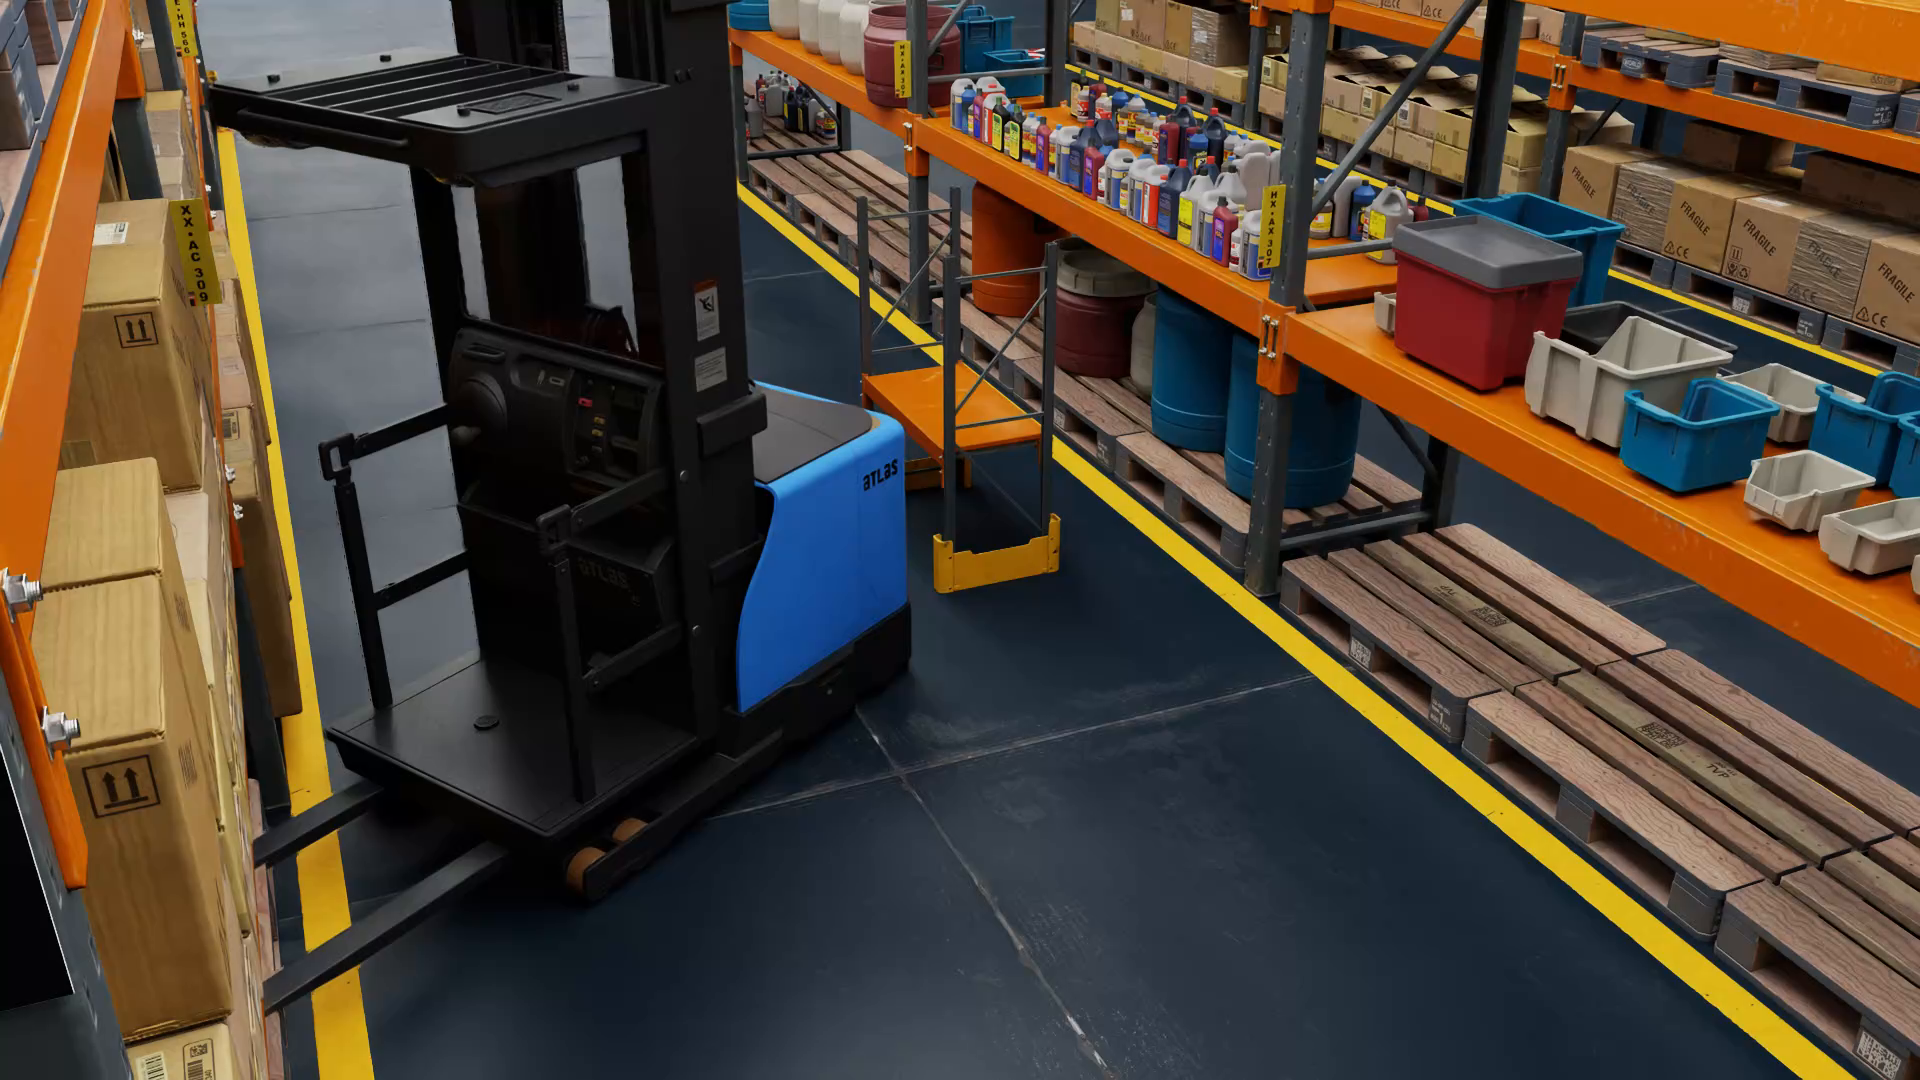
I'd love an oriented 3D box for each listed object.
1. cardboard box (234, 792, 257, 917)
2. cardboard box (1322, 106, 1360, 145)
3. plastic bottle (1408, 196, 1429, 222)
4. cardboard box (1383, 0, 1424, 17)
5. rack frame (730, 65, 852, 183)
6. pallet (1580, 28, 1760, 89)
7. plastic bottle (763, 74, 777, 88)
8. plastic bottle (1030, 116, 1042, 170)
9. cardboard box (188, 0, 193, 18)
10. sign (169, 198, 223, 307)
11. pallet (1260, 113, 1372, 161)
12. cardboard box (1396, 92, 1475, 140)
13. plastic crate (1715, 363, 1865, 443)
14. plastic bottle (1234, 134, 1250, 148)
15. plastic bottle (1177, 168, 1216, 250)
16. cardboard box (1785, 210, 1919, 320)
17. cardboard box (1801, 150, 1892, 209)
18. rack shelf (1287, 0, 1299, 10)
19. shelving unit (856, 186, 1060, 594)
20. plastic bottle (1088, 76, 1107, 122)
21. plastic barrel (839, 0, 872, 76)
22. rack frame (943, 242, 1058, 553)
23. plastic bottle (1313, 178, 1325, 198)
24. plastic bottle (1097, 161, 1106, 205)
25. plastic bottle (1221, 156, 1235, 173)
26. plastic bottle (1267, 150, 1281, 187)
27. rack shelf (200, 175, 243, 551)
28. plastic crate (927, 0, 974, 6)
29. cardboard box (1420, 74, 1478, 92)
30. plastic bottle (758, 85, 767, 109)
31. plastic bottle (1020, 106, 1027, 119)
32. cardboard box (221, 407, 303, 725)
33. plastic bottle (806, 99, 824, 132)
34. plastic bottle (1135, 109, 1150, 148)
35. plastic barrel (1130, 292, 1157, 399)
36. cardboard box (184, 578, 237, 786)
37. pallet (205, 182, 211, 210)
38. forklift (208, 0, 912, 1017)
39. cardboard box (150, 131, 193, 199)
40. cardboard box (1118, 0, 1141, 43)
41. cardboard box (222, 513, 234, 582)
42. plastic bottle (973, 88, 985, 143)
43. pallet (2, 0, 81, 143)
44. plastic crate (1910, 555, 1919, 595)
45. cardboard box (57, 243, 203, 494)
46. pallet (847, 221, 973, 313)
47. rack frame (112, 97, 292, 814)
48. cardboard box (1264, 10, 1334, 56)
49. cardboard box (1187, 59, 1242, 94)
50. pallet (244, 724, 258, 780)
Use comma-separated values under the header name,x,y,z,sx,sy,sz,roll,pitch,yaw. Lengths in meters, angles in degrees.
name,x,y,z,sx,sy,sz,roll,pitch,yaw
cardboard box,-1.601,0.661,3.264,0.380,0.149,0.250,-11,28,-21
cardboard box,3.492,-3.611,14.382,0.500,0.250,0.500,-11,28,-22
plastic bottle,1.980,-1.368,7.266,0.061,0.283,0.133,-11,28,-21
cardboard box,3.845,-4.595,13.629,0.500,0.500,0.500,-11,28,-21
rack frame,-1.402,-4.429,13.402,1.000,3.000,0.127,-11,28,-21
pallet,5.054,-3.316,11.341,1.213,0.211,1.003,-11,28,-21
plastic bottle,-1.772,-4.245,15.628,0.152,0.276,0.135,-10,28,-20
plastic bottle,0.419,-2.101,8.781,0.097,0.271,0.097,0,26,0
cardboard box,-6.242,-4.156,12.391,0.875,0.500,0.500,-11,28,-21
sign,-2.316,-0.869,5.033,0.100,0.325,0.005,-11,28,-21
pallet,3.482,-3.734,15.158,1.003,0.211,1.213,-11,28,-21
cardboard box,3.887,-3.451,13.415,0.500,0.311,0.500,-11,28,-21
plastic crate,2.689,-0.456,5.498,0.293,0.136,0.466,-11,28,-21
plastic bottle,1.427,-1.912,8.395,0.097,0.271,0.097,0,26,0
plastic bottle,1.070,-1.492,7.443,0.144,0.351,0.185,-11,28,-21
cardboard box,5.451,-1.677,10.112,0.500,0.500,0.500,-10,28,-20
cardboard box,5.736,-2.303,10.541,0.500,0.250,0.500,-11,28,-22
rack shelf,0.948,-3.031,7.940,1.077,0.370,4.000,-11,28,-21
shelving unit,-0.030,-0.705,7.484,0.587,1.500,1.083,-11,28,-21
plastic bottle,0.806,-2.578,9.745,0.061,0.283,0.133,-11,28,-21
plastic barrel,-0.600,-3.413,11.193,0.421,0.512,0.421,0,26,0
rack frame,0.166,-0.503,7.071,0.500,1.500,0.032,-11,28,-21
plastic bottle,1.699,-1.601,7.836,0.097,0.201,0.097,0,26,0
plastic bottle,0.724,-1.754,8.151,0.097,0.201,0.097,0,26,0
plastic bottle,1.339,-1.801,8.245,0.097,0.201,0.097,0,26,0
plastic bottle,1.538,-1.769,8.096,0.152,0.276,0.135,-11,28,-21
rack shelf,-3.610,-0.832,6.855,1.077,0.370,4.000,-11,28,-21
plastic crate,-0.187,-3.547,11.524,0.402,0.464,0.583,-11,28,-21
cardboard box,4.176,-3.755,14.038,0.500,0.311,0.500,-11,28,-21
plastic bottle,-1.826,-4.126,15.470,0.097,0.201,0.097,0,26,0
plastic bottle,0.325,-2.336,9.343,0.097,0.201,0.097,0,26,0
cardboard box,-3.095,0.163,5.940,1.225,0.875,0.875,-10,28,-20
plastic bottle,-1.275,-3.732,14.578,0.152,0.276,0.135,-10,28,-19
plastic bottle,1.025,-2.295,9.258,0.097,0.201,0.097,0,26,0
plastic barrel,1.117,-1.021,8.780,0.421,0.512,0.421,0,26,0
cardboard box,-1.812,0.338,3.470,0.500,0.250,0.500,-11,28,-22
pallet,-6.255,-2.590,12.813,1.003,0.211,1.213,-11,28,-21
forklift,-1.440,-0.395,5.218,1.130,2.935,3.031,17,31,31
cardboard box,-3.575,-1.440,7.166,0.500,0.500,0.500,-12,28,-22
cardboard box,2.001,-5.527,17.452,0.500,0.500,0.500,-11,28,-21
cardboard box,-2.204,0.039,4.537,0.380,0.149,0.250,-11,28,-21
plastic bottle,0.123,-2.391,9.360,0.061,0.283,0.133,-11,28,-21
pallet,-2.042,-0.832,2.718,1.003,0.211,1.213,-11,28,-21
plastic crate,2.711,0.090,4.379,0.396,0.136,0.243,-11,28,-21
cardboard box,-2.208,-0.409,4.145,0.500,0.500,0.500,-10,28,-20
pallet,-0.103,-1.880,11.360,1.003,0.211,1.213,-11,28,-21
rack frame,-2.826,-0.348,5.044,1.000,3.000,0.127,-11,28,-21
cardboard box,3.264,-4.809,15.982,0.500,0.500,0.500,-11,28,-21
cardboard box,2.588,-4.585,16.376,0.500,0.250,0.500,-11,28,-21
pallet,-3.198,0.607,6.267,1.003,0.211,1.213,-11,28,-21
